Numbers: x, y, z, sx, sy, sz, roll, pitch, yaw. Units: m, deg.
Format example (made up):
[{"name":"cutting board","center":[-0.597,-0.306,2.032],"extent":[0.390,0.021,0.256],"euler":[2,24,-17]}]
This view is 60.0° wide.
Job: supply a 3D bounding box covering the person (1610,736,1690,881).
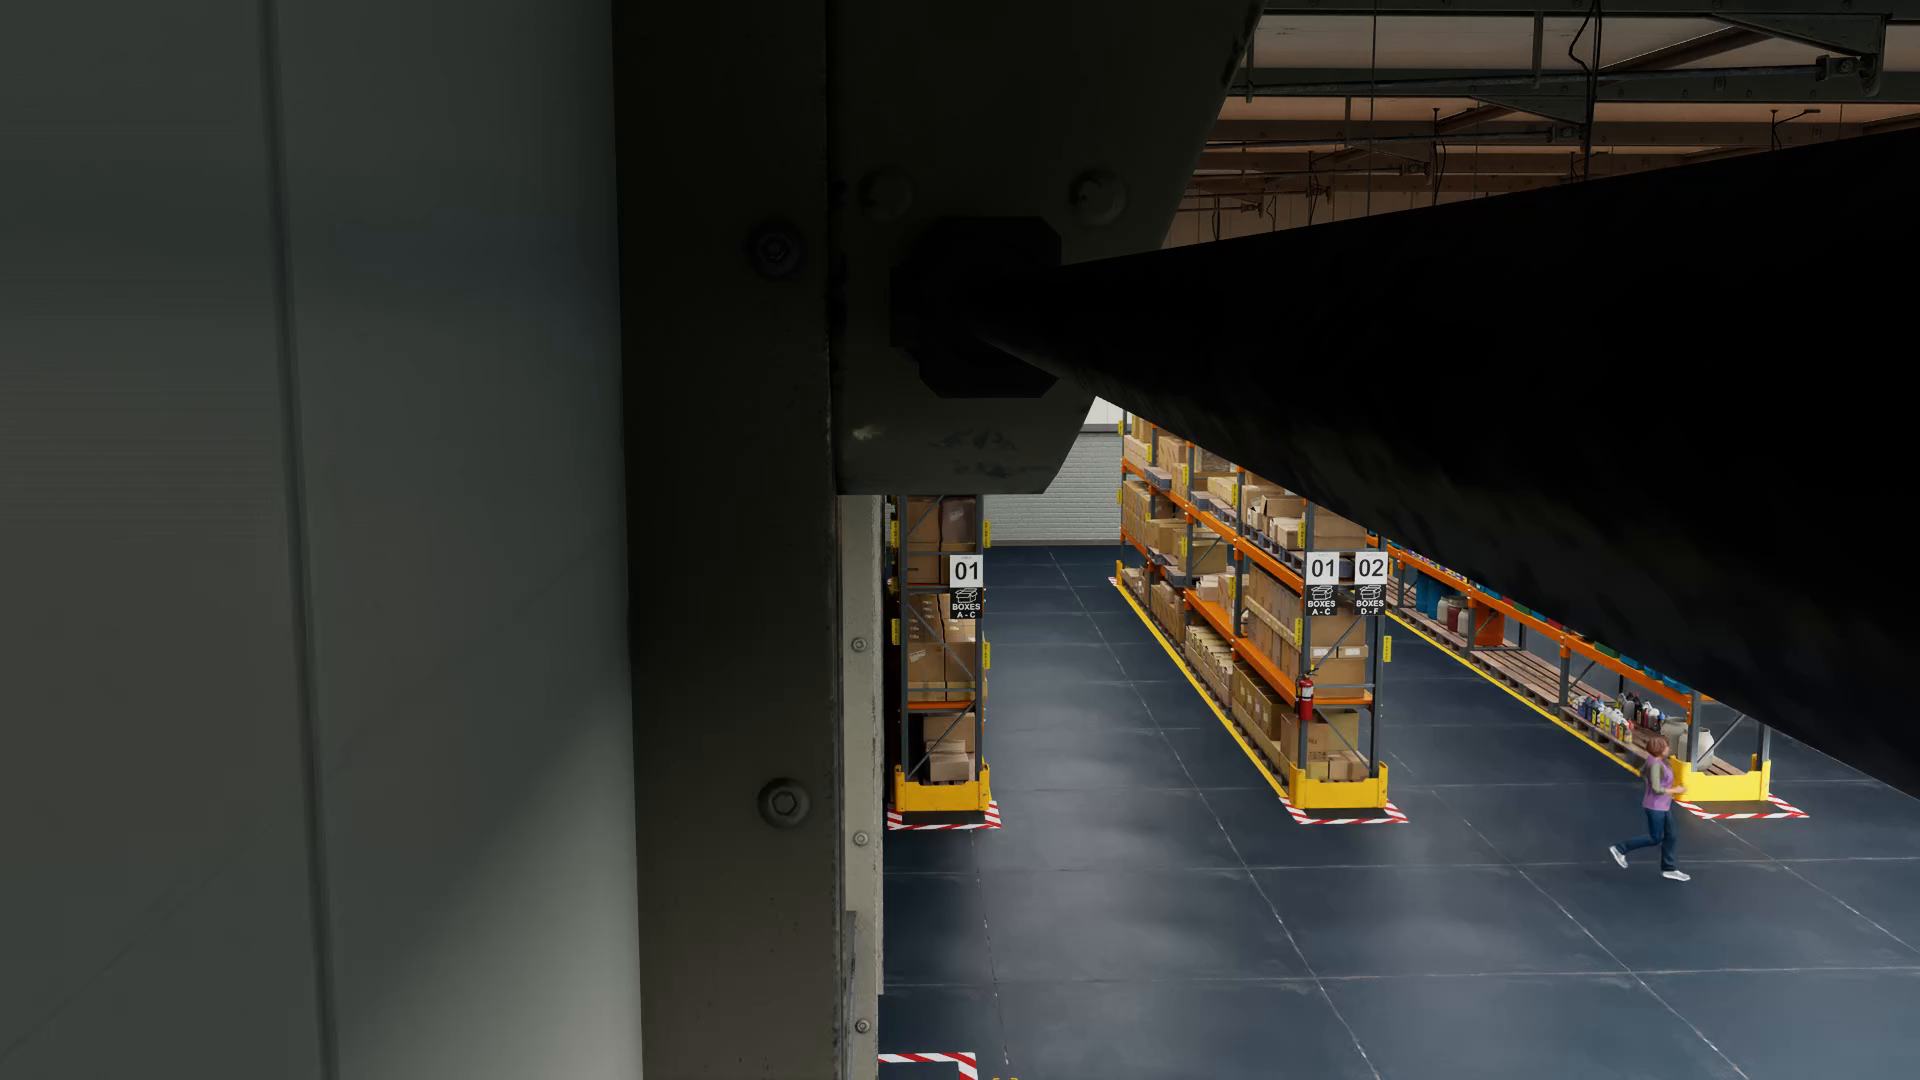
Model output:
[{"name":"person","center":[7.536,2.900,18.073],"extent":[0.819,1.575,0.552],"euler":[4,9,24]}]
